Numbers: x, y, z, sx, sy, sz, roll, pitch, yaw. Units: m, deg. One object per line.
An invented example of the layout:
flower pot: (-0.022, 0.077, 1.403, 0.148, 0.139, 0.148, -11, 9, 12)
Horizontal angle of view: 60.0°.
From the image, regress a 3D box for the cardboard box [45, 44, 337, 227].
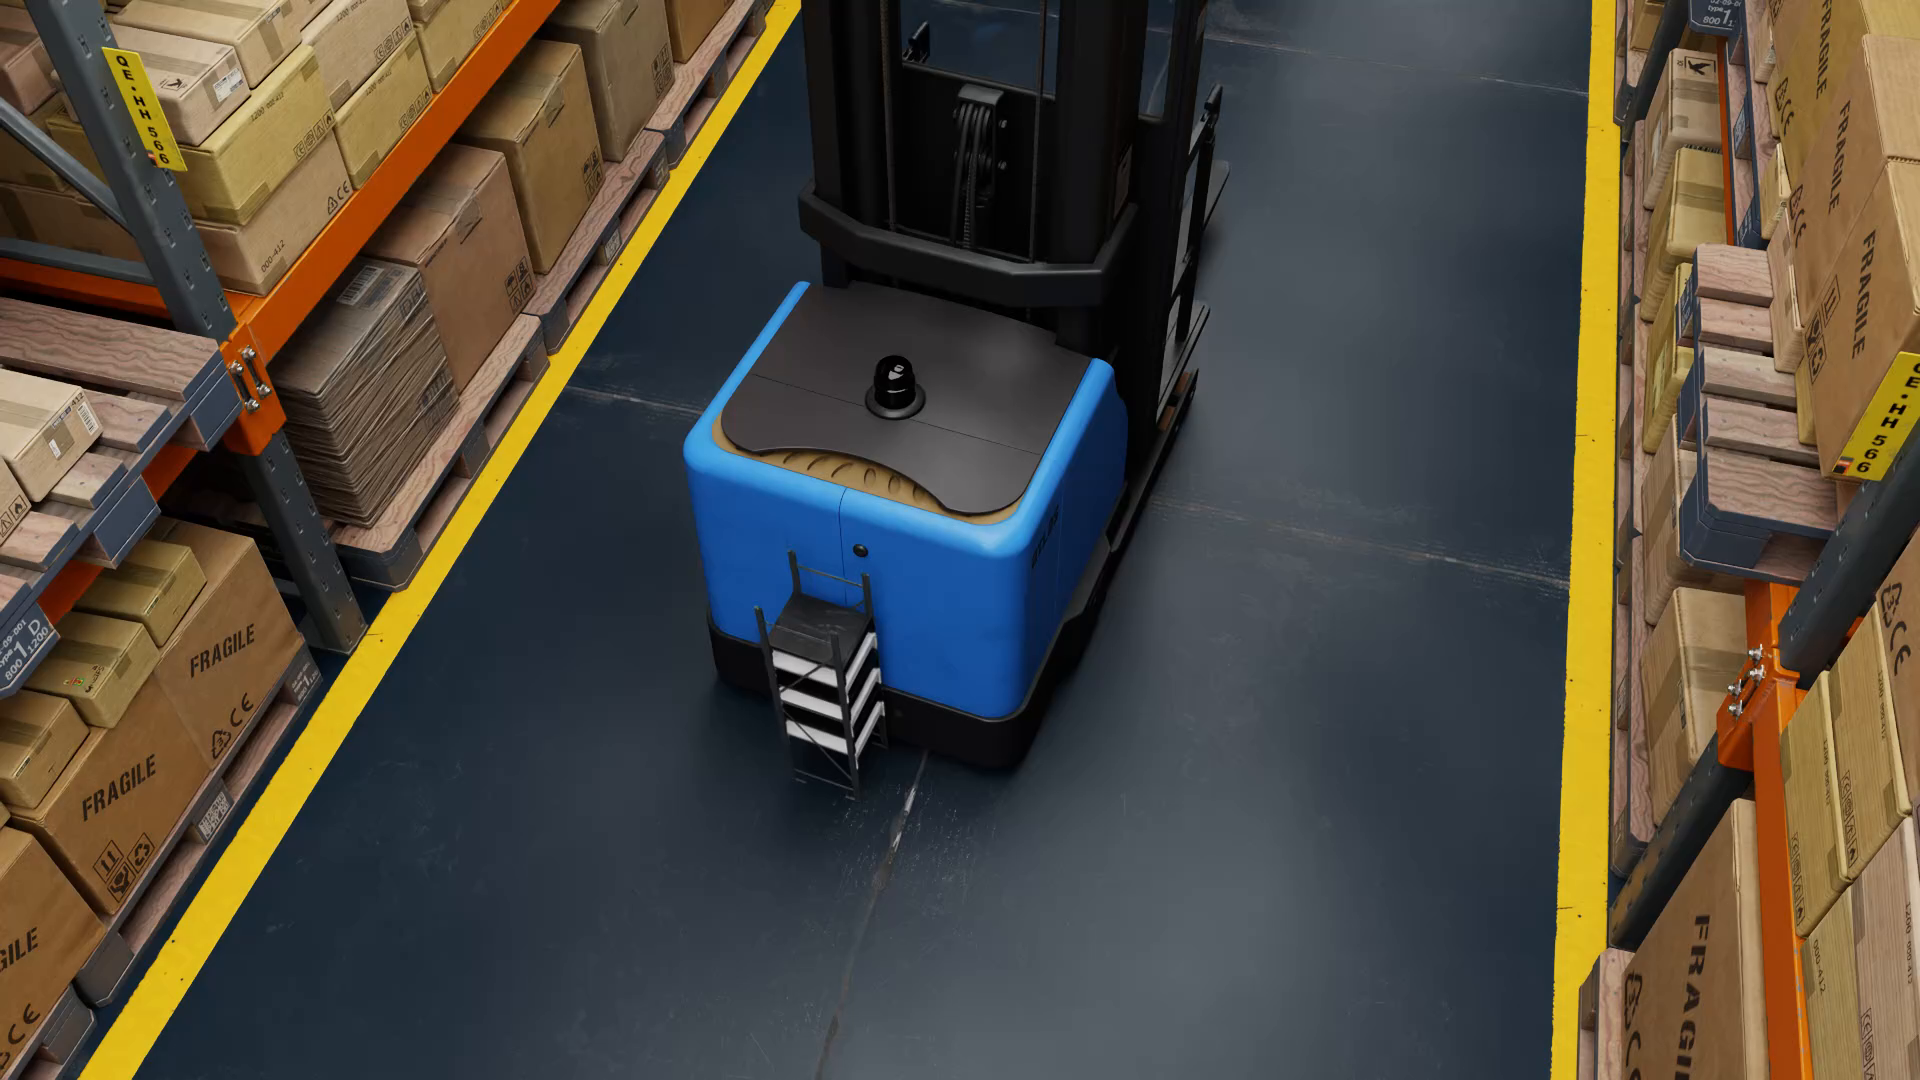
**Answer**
cardboard box: (-2.073, -1.139, 4.521, 0.500, 0.250, 0.500, 12, 50, 10)

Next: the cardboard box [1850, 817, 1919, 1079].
cardboard box: (1.831, 0.797, 2.812, 0.500, 0.250, 0.500, 13, 50, 11)

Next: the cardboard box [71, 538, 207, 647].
cardboard box: (-2.335, 0.126, 4.593, 0.380, 0.149, 0.250, 9, 49, 8)

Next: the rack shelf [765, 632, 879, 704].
rack shelf: (-0.386, 0.322, 4.662, 0.258, 0.077, 0.200, 17, 54, 14)

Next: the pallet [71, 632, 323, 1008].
pallet: (-2.683, 0.700, 4.991, 1.003, 0.211, 1.213, 12, 50, 10)

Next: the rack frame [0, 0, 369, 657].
rack frame: (-2.450, -0.755, 4.416, 1.000, 3.000, 0.127, 12, 50, 10)

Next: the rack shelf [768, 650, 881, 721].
rack shelf: (-0.384, 0.377, 4.733, 0.258, 0.077, 0.200, 17, 54, 14)

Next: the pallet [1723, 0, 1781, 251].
pallet: (2.821, -1.155, 4.897, 1.003, 0.211, 1.213, 12, 50, 10)

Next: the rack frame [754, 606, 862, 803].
rack frame: (-0.421, 0.487, 4.721, 0.240, 0.900, 0.006, 17, 54, 14)

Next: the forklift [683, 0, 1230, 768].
forklift: (0.232, -1.407, 5.037, 1.130, 2.935, 3.031, 17, 51, 14)

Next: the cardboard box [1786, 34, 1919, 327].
cardboard box: (2.317, -0.809, 3.918, 0.500, 0.500, 0.500, 11, 49, 9)

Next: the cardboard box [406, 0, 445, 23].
cardboard box: (-1.809, -1.881, 5.176, 0.500, 0.250, 0.500, 10, 49, 9)

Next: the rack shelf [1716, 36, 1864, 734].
rack shelf: (2.866, -0.987, 5.100, 1.077, 0.370, 4.000, 12, 50, 10)

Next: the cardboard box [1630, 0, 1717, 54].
cardboard box: (3.289, -2.381, 7.405, 0.500, 0.250, 0.500, 14, 50, 12)

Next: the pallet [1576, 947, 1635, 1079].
pallet: (2.060, 1.700, 4.109, 1.003, 0.211, 1.213, 12, 50, 10)

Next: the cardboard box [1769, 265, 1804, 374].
cardboard box: (2.223, -0.517, 4.093, 0.380, 0.149, 0.250, 11, 50, 10)

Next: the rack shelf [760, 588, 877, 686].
rack shelf: (-0.389, 0.266, 4.591, 0.258, 0.077, 0.200, 17, 54, 14)

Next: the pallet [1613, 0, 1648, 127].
pallet: (3.535, -2.242, 7.588, 1.003, 0.211, 1.213, 12, 50, 10)

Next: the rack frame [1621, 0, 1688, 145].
rack frame: (3.393, -2.672, 6.107, 1.000, 3.000, 0.127, 12, 50, 10)

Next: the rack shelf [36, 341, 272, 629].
rack shelf: (-2.976, 0.929, 3.409, 1.077, 0.370, 4.000, 12, 50, 10)

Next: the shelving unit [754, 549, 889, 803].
shelving unit: (-0.383, 0.412, 4.778, 0.258, 0.900, 0.210, 17, 54, 14)

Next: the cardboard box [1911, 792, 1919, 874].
cardboard box: (1.853, 0.527, 2.551, 0.500, 0.500, 0.500, 12, 50, 10)

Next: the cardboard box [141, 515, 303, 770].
cardboard box: (-2.354, 0.281, 4.888, 0.500, 0.500, 0.500, 13, 50, 11)

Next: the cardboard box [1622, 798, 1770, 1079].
cardboard box: (2.078, 1.269, 3.766, 0.875, 0.875, 0.875, 11, 50, 10)

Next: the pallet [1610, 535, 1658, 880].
pallet: (2.547, 0.579, 5.098, 1.003, 0.211, 1.213, 12, 50, 10)

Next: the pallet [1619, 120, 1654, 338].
pallet: (3.189, -1.186, 6.656, 1.003, 0.211, 1.213, 12, 50, 10)

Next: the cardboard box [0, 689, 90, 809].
cardboard box: (-2.489, 0.511, 4.253, 0.380, 0.149, 0.250, 10, 49, 9)

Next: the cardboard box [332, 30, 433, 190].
cardboard box: (-1.960, -1.341, 5.033, 0.500, 0.250, 0.500, 11, 49, 9)

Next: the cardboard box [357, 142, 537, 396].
cardboard box: (-2.108, -1.031, 5.963, 0.875, 0.625, 0.625, 13, 50, 11)

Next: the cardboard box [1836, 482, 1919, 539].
cardboard box: (2.199, -0.118, 3.741, 0.380, 0.149, 0.250, 13, 50, 11)

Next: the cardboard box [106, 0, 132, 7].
cardboard box: (-2.471, -1.665, 4.719, 0.380, 0.149, 0.250, 12, 50, 10)

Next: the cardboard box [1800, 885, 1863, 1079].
cardboard box: (1.850, 0.950, 3.011, 0.500, 0.250, 0.500, 10, 49, 9)

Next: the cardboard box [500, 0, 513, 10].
cardboard box: (-1.693, -2.090, 5.694, 0.500, 0.250, 0.500, 13, 50, 11)

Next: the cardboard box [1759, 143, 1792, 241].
cardboard box: (2.356, -0.899, 4.431, 0.380, 0.149, 0.250, 12, 50, 11)

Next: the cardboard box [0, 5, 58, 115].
cardboard box: (-2.559, -1.278, 4.378, 0.380, 0.149, 0.250, 13, 50, 11)

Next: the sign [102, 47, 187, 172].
sign: (-1.924, -1.012, 3.923, 0.100, 0.325, 0.005, 12, 50, 10)

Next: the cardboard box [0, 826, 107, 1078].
cardboard box: (-2.631, 1.020, 4.236, 0.500, 0.500, 0.500, 14, 50, 12)

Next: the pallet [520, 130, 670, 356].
pallet: (-1.872, -1.300, 6.756, 1.003, 0.211, 1.213, 12, 50, 10)

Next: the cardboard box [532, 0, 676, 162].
cardboard box: (-1.735, -2.062, 6.873, 0.875, 0.625, 0.625, 11, 50, 10)

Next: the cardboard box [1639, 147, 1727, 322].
cardboard box: (3.071, -1.041, 6.140, 0.950, 0.372, 0.625, 14, 50, 12)

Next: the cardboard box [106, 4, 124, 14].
cardboard box: (-2.467, -1.621, 4.947, 0.500, 0.250, 0.500, 12, 50, 10)

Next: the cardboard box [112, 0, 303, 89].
cardboard box: (-2.013, -1.369, 4.458, 0.380, 0.149, 0.250, 13, 50, 11)

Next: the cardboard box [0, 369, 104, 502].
cardboard box: (-2.252, -0.260, 3.866, 0.380, 0.149, 0.250, 12, 50, 11)

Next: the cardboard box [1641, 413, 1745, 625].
cardboard box: (2.685, 0.010, 5.213, 0.950, 0.372, 0.625, 11, 49, 9)

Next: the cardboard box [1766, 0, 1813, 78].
cardboard box: (2.593, -1.569, 4.589, 0.500, 0.500, 0.500, 10, 49, 8)

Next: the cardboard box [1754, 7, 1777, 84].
cardboard box: (2.573, -1.453, 4.919, 0.380, 0.149, 0.250, 13, 50, 11)
